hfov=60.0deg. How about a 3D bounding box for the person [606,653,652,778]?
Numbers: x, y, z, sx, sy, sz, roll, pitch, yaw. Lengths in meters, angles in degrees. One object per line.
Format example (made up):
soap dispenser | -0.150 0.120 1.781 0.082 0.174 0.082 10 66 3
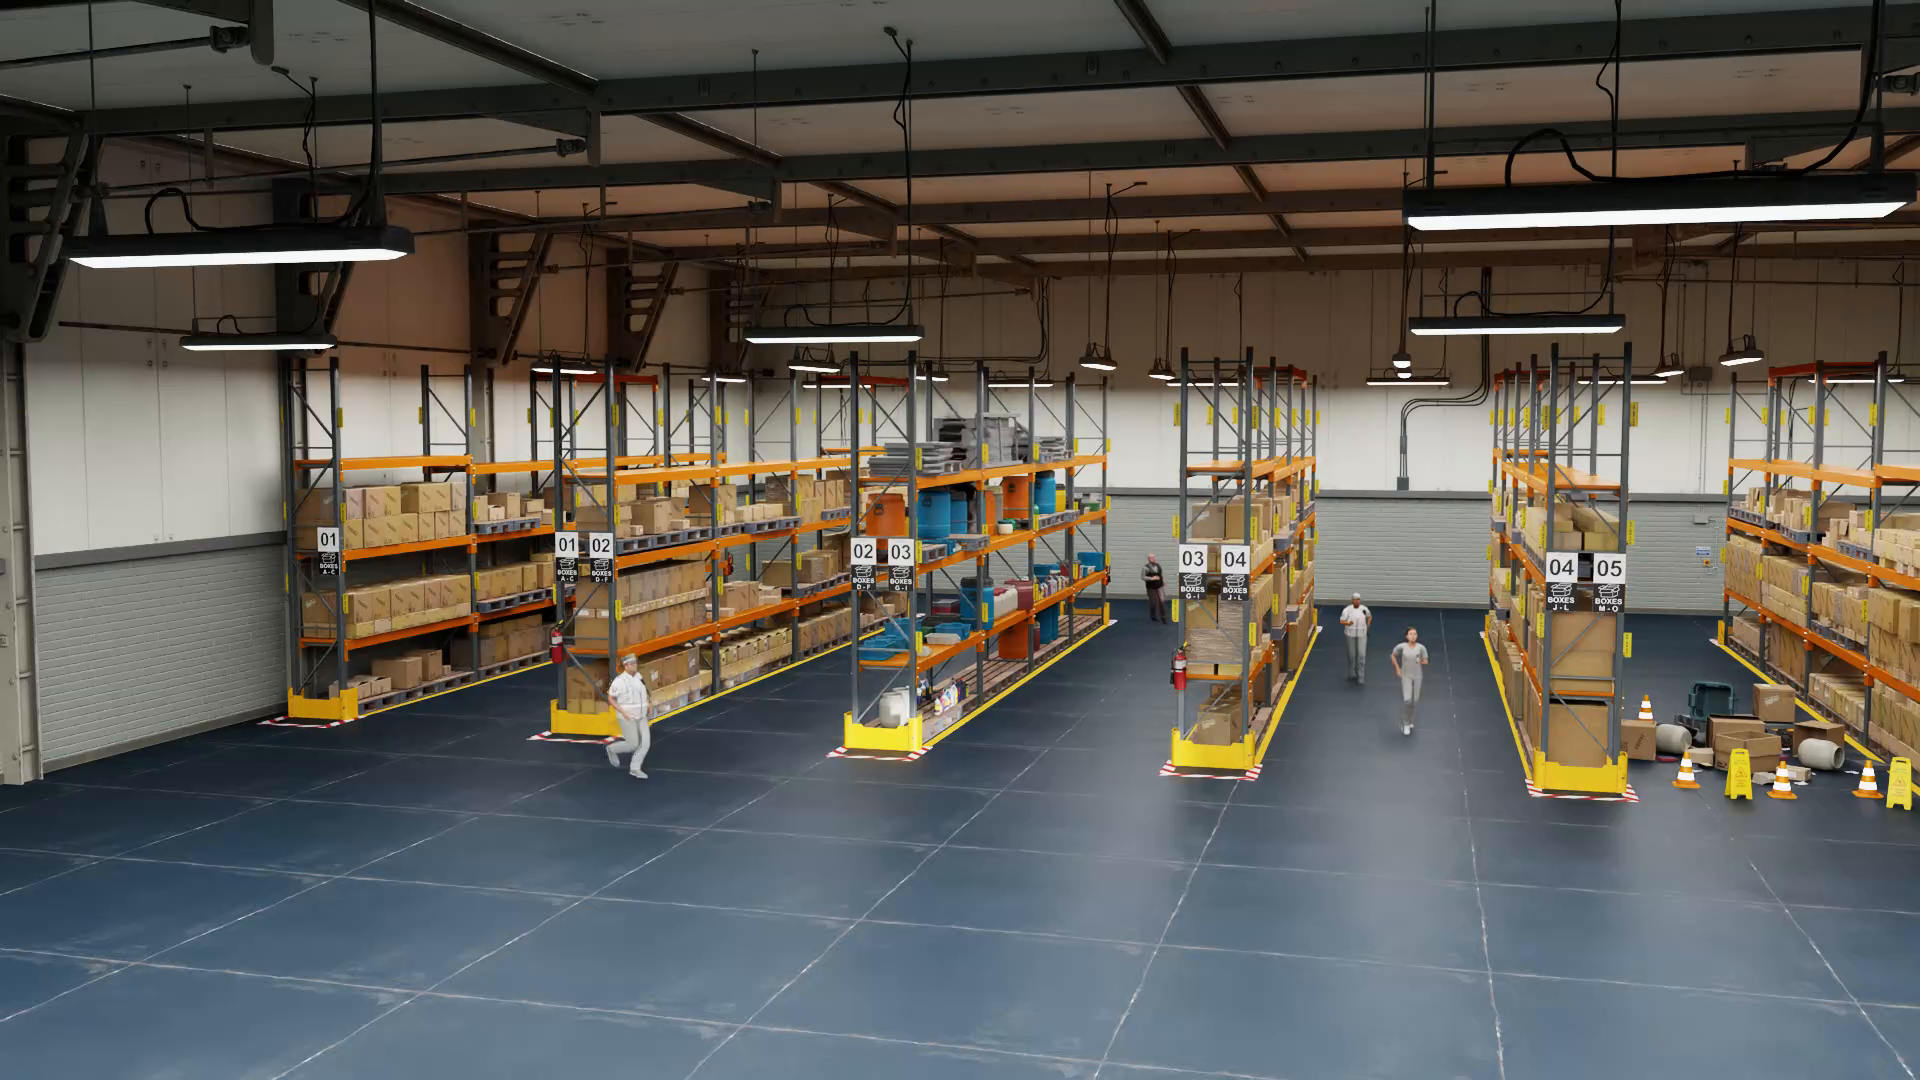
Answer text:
person | -4.617 2.439 23.223 0.644 1.748 0.669 3 5 34

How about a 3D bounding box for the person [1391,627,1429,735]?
person | 7.159 2.232 26.414 0.545 1.706 0.682 0 4 2

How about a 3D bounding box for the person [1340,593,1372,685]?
person | 7.504 1.844 31.533 0.604 1.688 0.885 1 4 10

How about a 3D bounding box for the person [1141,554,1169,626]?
person | 4.686 1.184 40.313 0.654 1.710 0.833 -1 4 -13
